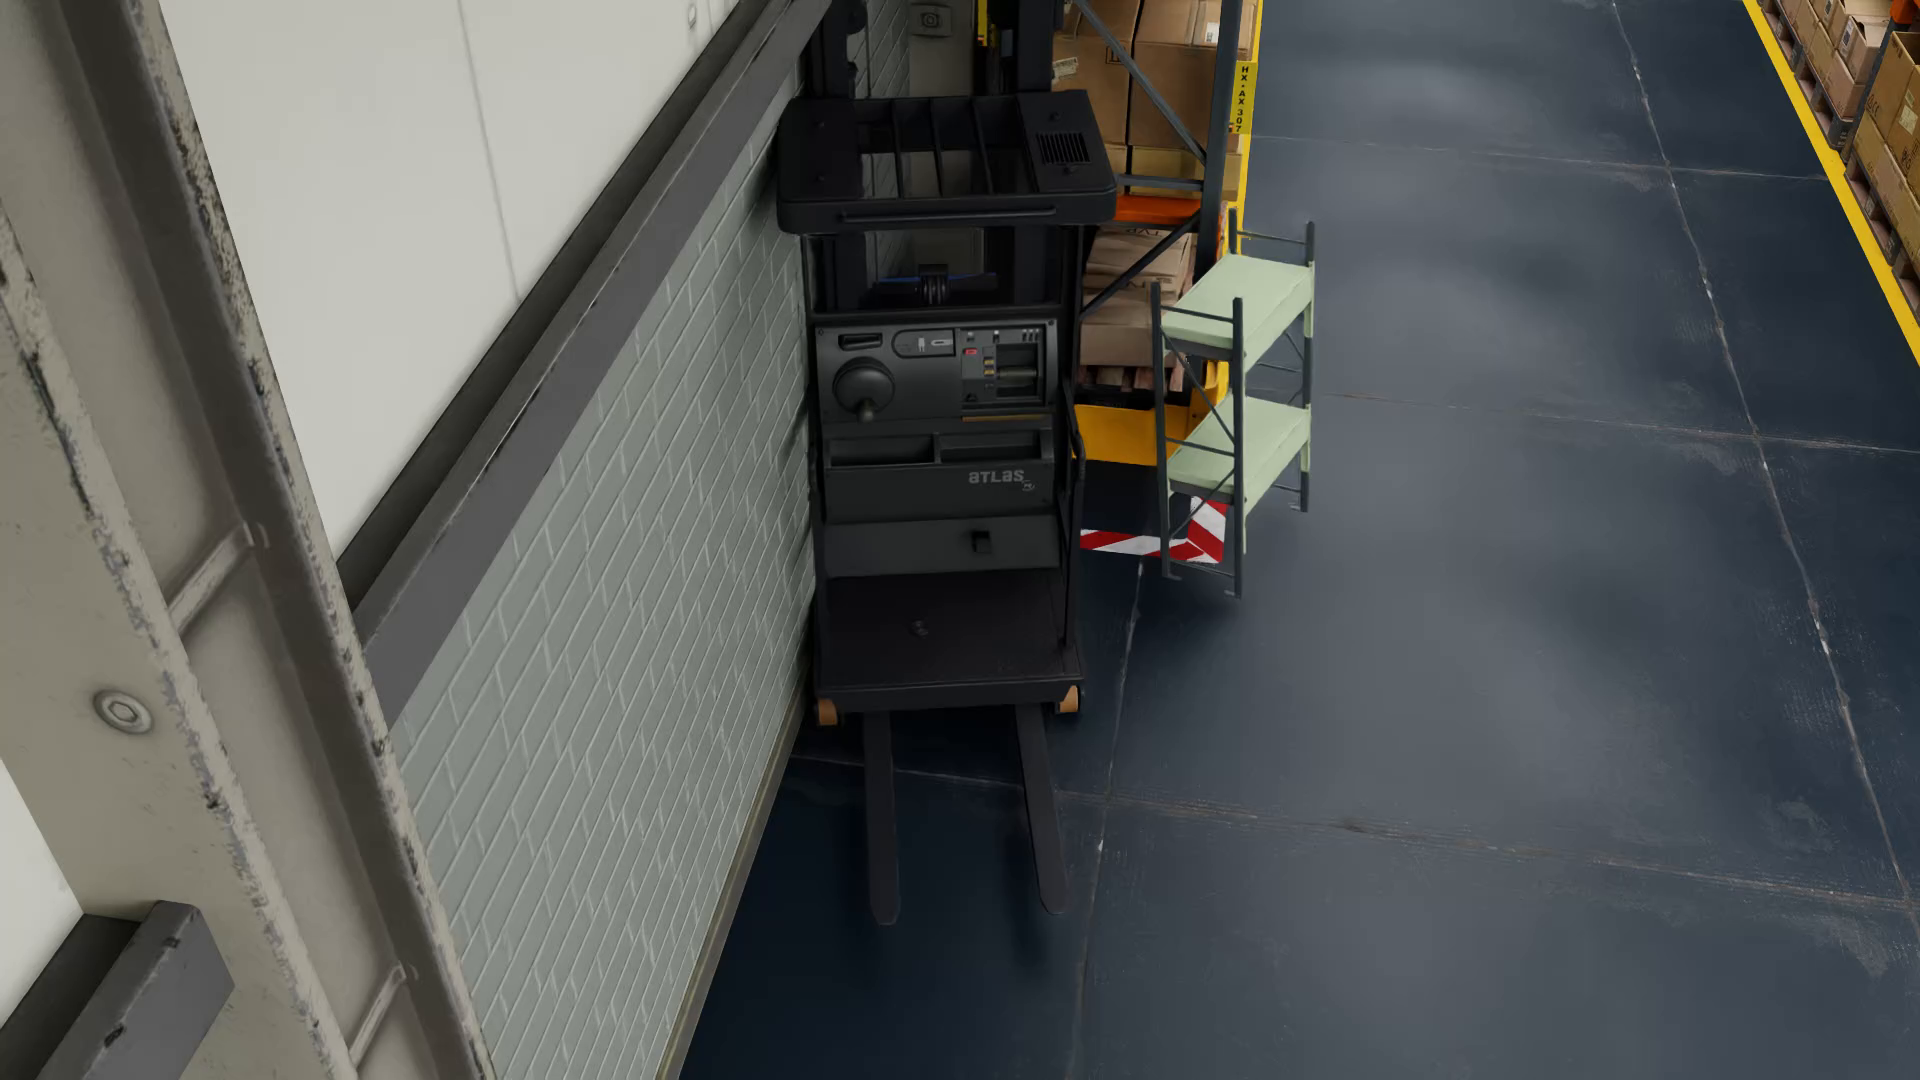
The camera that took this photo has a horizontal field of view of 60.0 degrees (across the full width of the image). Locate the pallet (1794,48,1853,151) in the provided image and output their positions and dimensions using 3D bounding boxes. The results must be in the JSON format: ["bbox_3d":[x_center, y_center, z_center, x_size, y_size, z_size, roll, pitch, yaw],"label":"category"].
[{"bbox_3d":[6.331,-2.970,11.273,1.003,0.211,1.213,6,40,8],"label":"pallet"}]

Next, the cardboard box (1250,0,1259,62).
[{"bbox_3d":[1.240,-2.750,8.332,0.500,0.500,0.500,5,40,6],"label":"cardboard box"}]

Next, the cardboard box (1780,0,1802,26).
[{"bbox_3d":[6.295,-3.930,12.074,0.500,0.250,0.500,7,40,9],"label":"cardboard box"}]

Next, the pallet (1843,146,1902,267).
[{"bbox_3d":[6.063,-2.009,10.111,1.003,0.211,1.213,6,40,8],"label":"pallet"}]

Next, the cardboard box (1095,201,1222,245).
[{"bbox_3d":[1.153,-2.055,9.594,0.700,0.500,0.500,4,40,5],"label":"cardboard box"}]

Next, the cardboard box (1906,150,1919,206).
[{"bbox_3d":[5.681,-2.085,9.254,0.500,0.500,0.500,6,40,8],"label":"cardboard box"}]

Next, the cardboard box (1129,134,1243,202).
[{"bbox_3d":[1.067,-1.833,7.811,0.500,0.250,0.500,5,40,6],"label":"cardboard box"}]

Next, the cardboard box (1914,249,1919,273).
[{"bbox_3d":[5.599,-1.482,9.113,0.500,0.250,0.500,6,40,8],"label":"cardboard box"}]

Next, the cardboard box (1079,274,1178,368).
[{"bbox_3d":[0.879,-1.169,8.672,0.500,0.311,0.500,2,40,3],"label":"cardboard box"}]

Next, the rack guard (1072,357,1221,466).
[{"bbox_3d":[0.683,-0.696,8.296,1.175,0.500,0.348,6,40,8],"label":"rack guard"}]

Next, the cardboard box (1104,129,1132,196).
[{"bbox_3d":[0.560,-1.876,7.864,0.500,0.250,0.500,7,40,8],"label":"cardboard box"}]

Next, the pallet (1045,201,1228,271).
[{"bbox_3d":[1.072,-1.854,9.923,1.003,0.211,1.213,6,40,8],"label":"pallet"}]

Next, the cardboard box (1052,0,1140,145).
[{"bbox_3d":[0.542,-2.170,7.631,0.500,0.500,0.500,6,40,7],"label":"cardboard box"}]

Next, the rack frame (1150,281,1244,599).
[{"bbox_3d":[1.023,-0.395,7.110,0.400,1.500,0.023,16,42,29],"label":"rack frame"}]

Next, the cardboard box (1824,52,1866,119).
[{"bbox_3d":[6.028,-2.972,10.916,0.500,0.250,0.500,6,40,7],"label":"cardboard box"}]

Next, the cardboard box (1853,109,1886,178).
[{"bbox_3d":[5.863,-2.423,10.251,0.500,0.250,0.500,6,40,8],"label":"cardboard box"}]

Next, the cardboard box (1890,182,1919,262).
[{"bbox_3d":[5.680,-1.796,9.493,0.500,0.250,0.500,6,40,8],"label":"cardboard box"}]

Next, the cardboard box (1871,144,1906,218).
[{"bbox_3d":[5.772,-2.109,9.872,0.500,0.250,0.500,6,40,8],"label":"cardboard box"}]

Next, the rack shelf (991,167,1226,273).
[{"bbox_3d":[1.016,-2.589,9.189,1.077,0.370,4.000,6,40,8],"label":"rack shelf"}]

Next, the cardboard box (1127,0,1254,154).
[{"bbox_3d":[1.049,-2.117,7.567,0.500,0.500,0.500,6,40,8],"label":"cardboard box"}]

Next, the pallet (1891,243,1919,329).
[{"bbox_3d":[5.854,-1.241,9.182,1.003,0.211,1.213,6,40,8],"label":"pallet"}]

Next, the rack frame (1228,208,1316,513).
[{"bbox_3d":[1.415,-0.789,7.588,0.400,1.500,0.023,16,42,29],"label":"rack frame"}]

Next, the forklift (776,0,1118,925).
[{"bbox_3d":[-0.069,-0.581,6.249,1.130,2.935,3.031,-3,40,-3],"label":"forklift"}]

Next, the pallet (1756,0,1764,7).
[{"bbox_3d":[6.753,-4.501,13.126,1.003,0.211,1.213,6,40,8],"label":"pallet"}]

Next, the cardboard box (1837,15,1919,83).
[{"bbox_3d":[6.030,-3.182,10.730,0.500,0.311,0.500,6,40,8],"label":"cardboard box"}]

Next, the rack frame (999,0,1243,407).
[{"bbox_3d":[0.670,-1.612,7.442,1.000,3.000,0.127,6,40,8],"label":"rack frame"}]

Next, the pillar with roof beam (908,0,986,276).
[{"bbox_3d":[4.179,-3.984,5.603,9.100,9.000,0.400,6,40,8],"label":"pillar with roof beam"}]

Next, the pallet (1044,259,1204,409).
[{"bbox_3d":[0.859,-1.090,9.000,1.003,0.211,1.213,6,40,8],"label":"pallet"}]

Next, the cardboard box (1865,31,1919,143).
[{"bbox_3d":[5.853,-2.713,10.014,0.500,0.500,0.500,6,40,8],"label":"cardboard box"}]

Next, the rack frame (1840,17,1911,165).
[{"bbox_3d":[6.242,-3.578,9.820,1.000,3.000,0.127,6,40,8],"label":"rack frame"}]

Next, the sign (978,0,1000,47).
[{"bbox_3d":[0.127,-2.253,7.062,0.100,0.325,0.005,6,40,8],"label":"sign"}]

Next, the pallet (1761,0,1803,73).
[{"bbox_3d":[6.540,-3.738,12.202,1.003,0.211,1.213,6,40,8],"label":"pallet"}]

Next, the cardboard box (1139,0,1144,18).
[{"bbox_3d":[0.639,-2.485,8.011,0.500,0.500,0.500,7,40,8],"label":"cardboard box"}]

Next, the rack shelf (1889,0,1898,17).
[{"bbox_3d":[6.588,-4.556,11.568,1.077,0.370,4.000,6,40,8],"label":"rack shelf"}]

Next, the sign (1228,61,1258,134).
[{"bbox_3d":[1.205,-1.885,7.094,0.100,0.325,0.005,6,40,8],"label":"sign"}]

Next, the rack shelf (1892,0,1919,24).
[{"bbox_3d":[5.896,-2.046,8.531,1.077,0.370,4.000,6,40,8],"label":"rack shelf"}]

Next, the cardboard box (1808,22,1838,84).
[{"bbox_3d":[6.118,-3.290,11.300,0.500,0.250,0.500,6,40,7],"label":"cardboard box"}]

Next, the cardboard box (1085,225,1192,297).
[{"bbox_3d":[0.977,-1.527,9.104,0.500,0.311,0.500,10,41,11],"label":"cardboard box"}]

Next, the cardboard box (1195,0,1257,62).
[{"bbox_3d":[1.144,-2.426,7.941,0.500,0.500,0.500,7,40,8],"label":"cardboard box"}]

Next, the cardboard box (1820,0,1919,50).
[{"bbox_3d":[6.114,-3.509,11.125,0.500,0.311,0.500,7,40,9],"label":"cardboard box"}]

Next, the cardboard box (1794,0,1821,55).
[{"bbox_3d":[6.206,-3.611,11.688,0.500,0.250,0.500,7,40,9],"label":"cardboard box"}]

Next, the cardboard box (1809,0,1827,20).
[{"bbox_3d":[6.202,-3.822,11.504,0.500,0.311,0.500,6,40,8],"label":"cardboard box"}]

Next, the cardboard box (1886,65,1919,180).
[{"bbox_3d":[5.775,-2.398,9.633,0.500,0.500,0.500,6,40,8],"label":"cardboard box"}]

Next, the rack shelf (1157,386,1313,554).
[{"bbox_3d":[1.252,-0.329,7.539,0.431,0.370,0.720,16,42,29],"label":"rack shelf"}]

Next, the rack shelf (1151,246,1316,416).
[{"bbox_3d":[1.179,-0.907,7.122,0.431,0.370,0.720,16,42,29],"label":"rack shelf"}]

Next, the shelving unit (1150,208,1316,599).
[{"bbox_3d":[1.219,-0.592,7.349,0.431,1.500,0.755,16,42,29],"label":"shelving unit"}]
